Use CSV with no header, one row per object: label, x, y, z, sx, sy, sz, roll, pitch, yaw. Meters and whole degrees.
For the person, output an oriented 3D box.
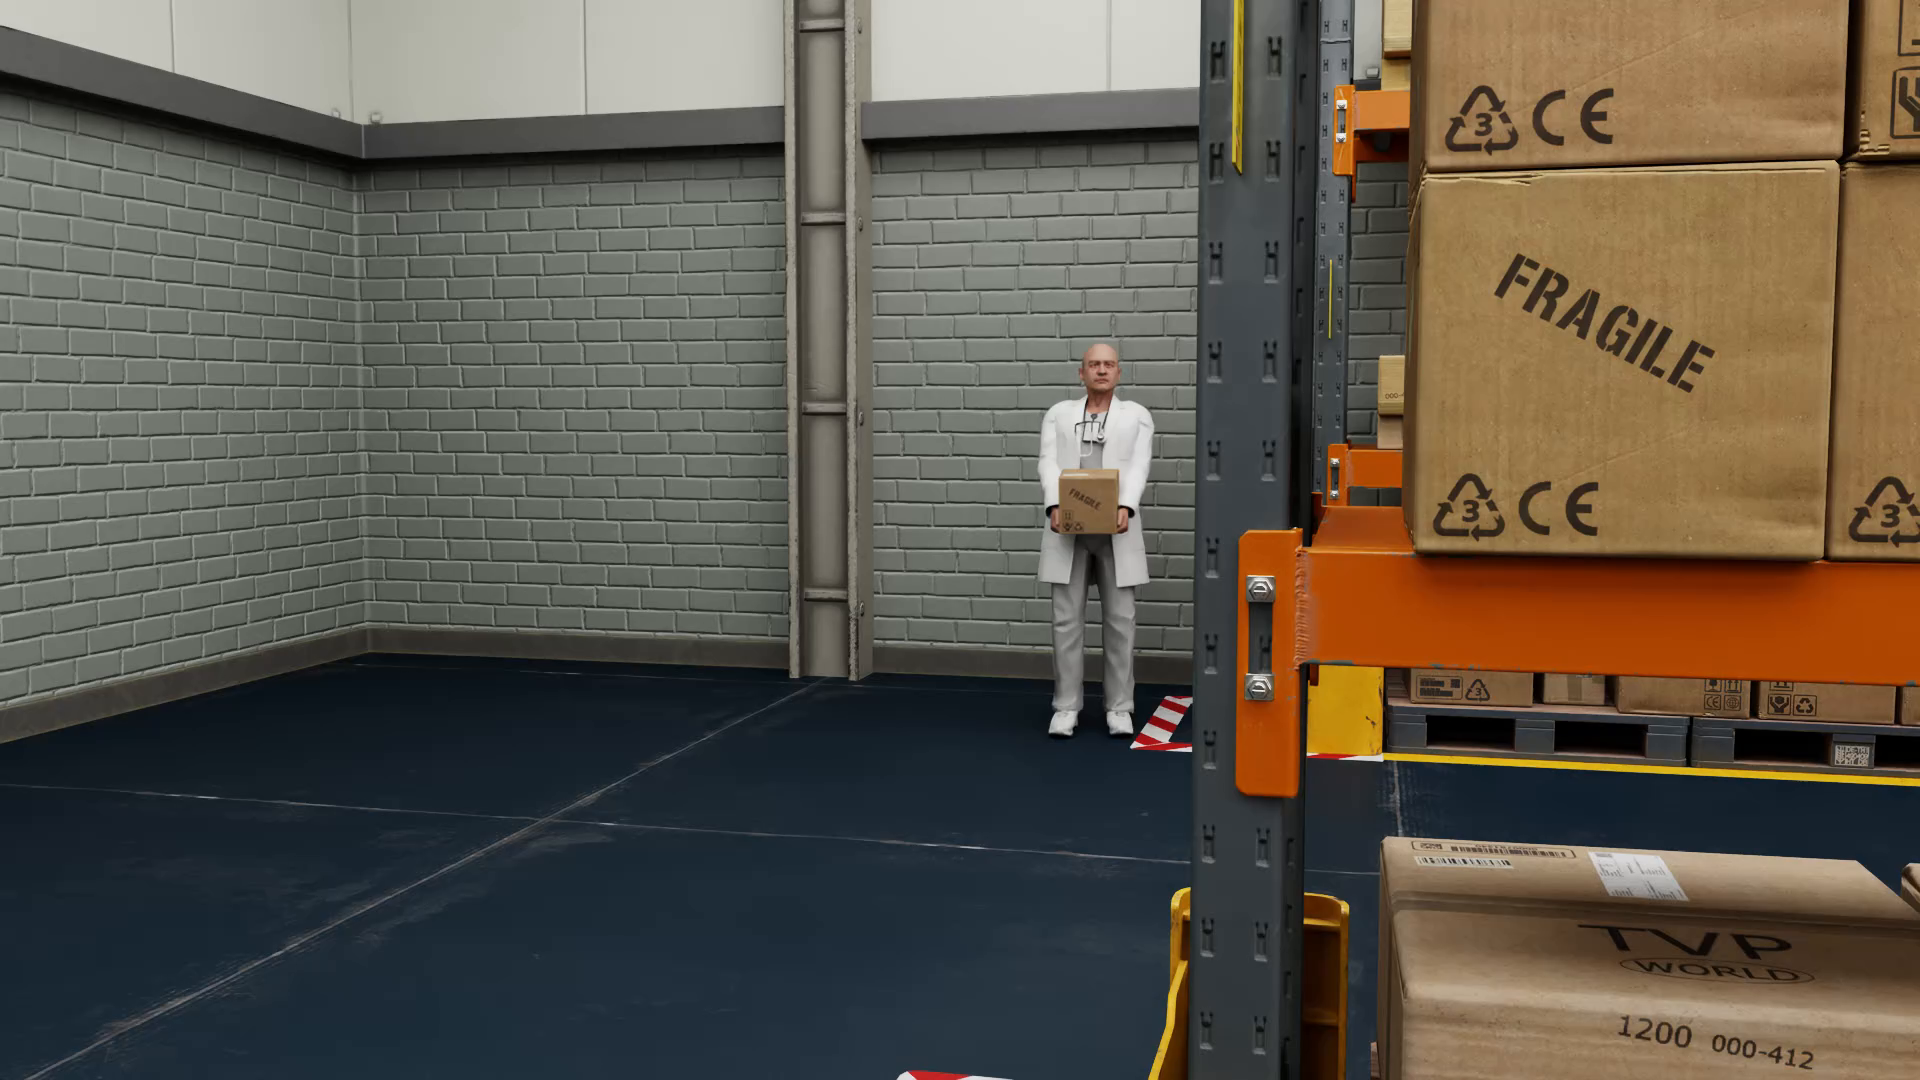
person,0.605,-0.002,7.511,0.527,1.769,0.554,1,5,8
